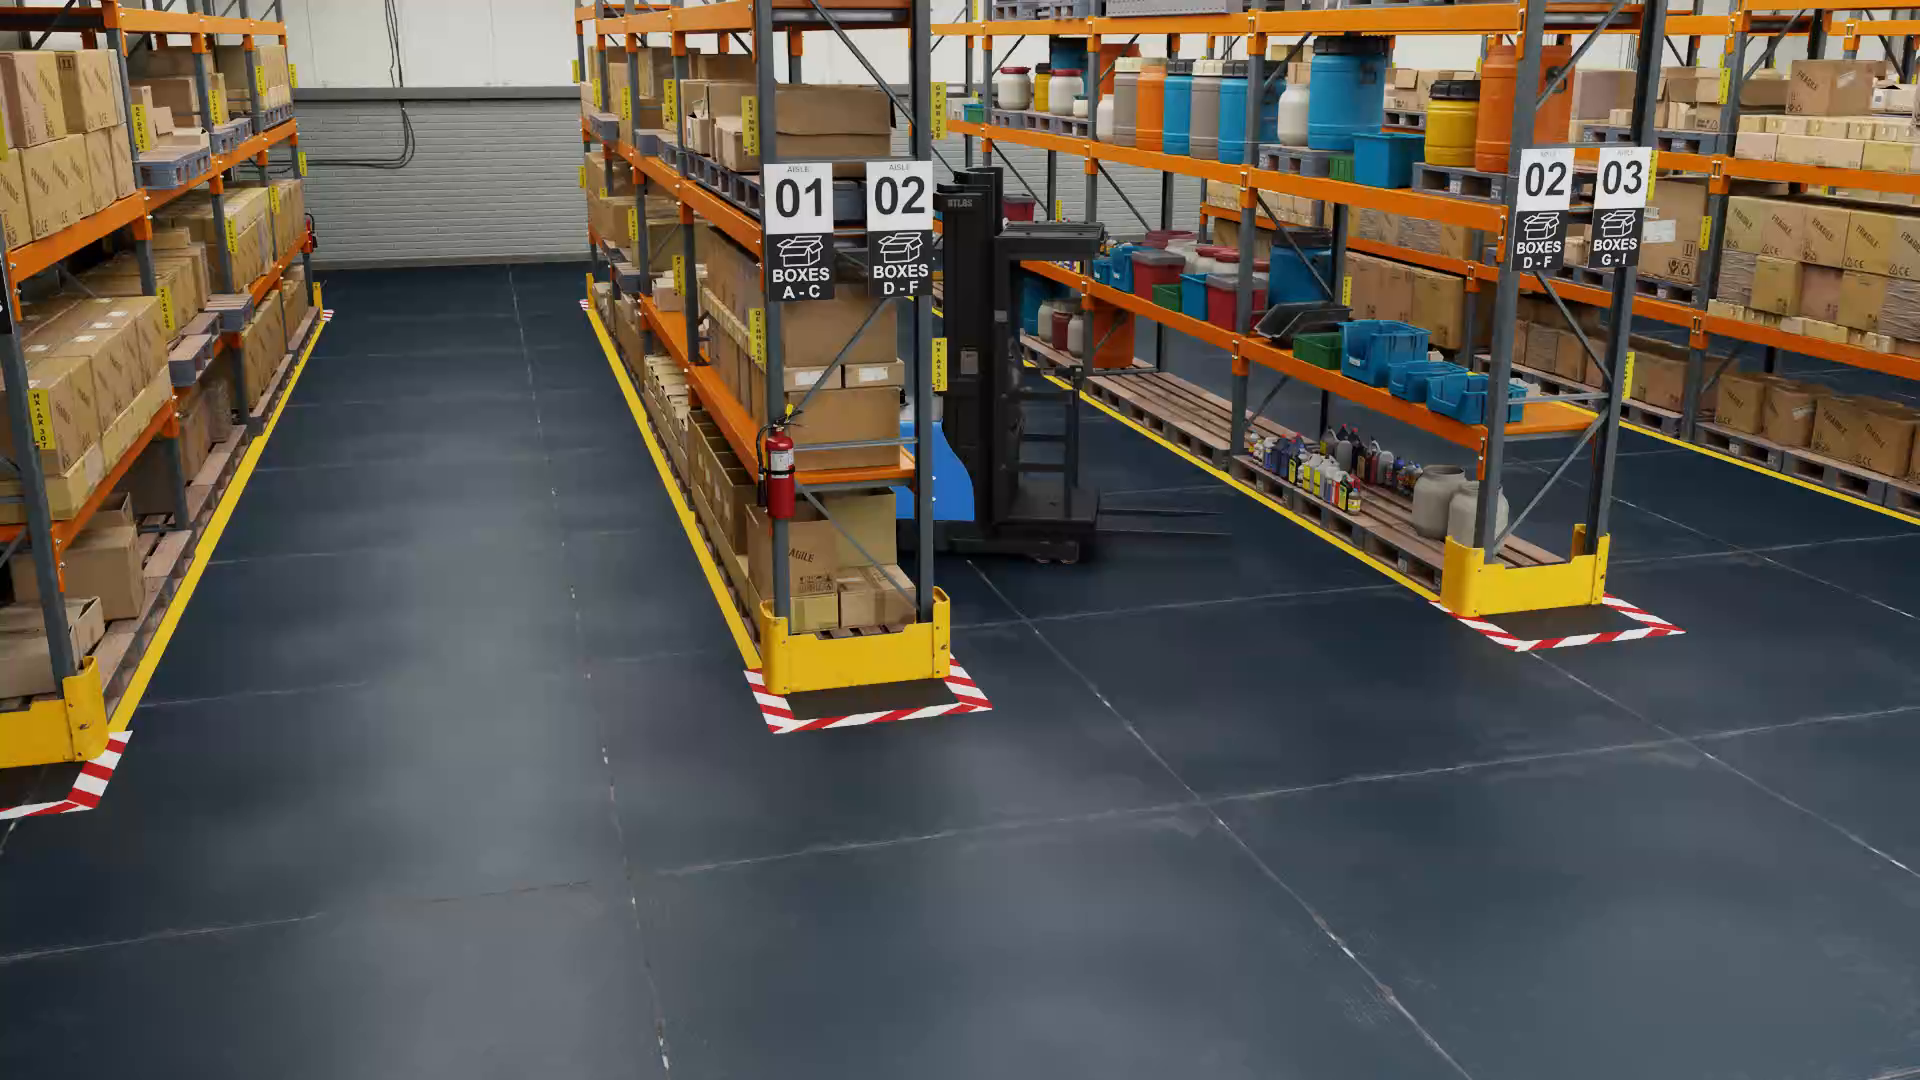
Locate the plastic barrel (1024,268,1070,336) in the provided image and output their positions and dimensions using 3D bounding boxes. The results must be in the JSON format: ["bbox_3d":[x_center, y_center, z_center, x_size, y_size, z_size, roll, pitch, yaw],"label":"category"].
[{"bbox_3d":[1.129,-3.136,21.595,0.600,0.901,0.708,-5,17,-15],"label":"plastic barrel"}]

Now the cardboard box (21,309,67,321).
[{"bbox_3d":[-6.459,-1.298,11.483,0.500,0.500,0.500,-5,17,-16],"label":"cardboard box"}]

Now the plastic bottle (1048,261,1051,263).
[{"bbox_3d":[1.114,-3.450,20.068,0.097,0.201,0.097,0,17,0],"label":"plastic bottle"}]

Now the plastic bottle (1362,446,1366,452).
[{"bbox_3d":[3.592,-0.734,14.639,0.061,0.283,0.133,-4,17,-12],"label":"plastic bottle"}]

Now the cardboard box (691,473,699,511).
[{"bbox_3d":[-1.928,-0.416,13.672,0.500,0.250,0.500,-5,17,-15],"label":"cardboard box"}]

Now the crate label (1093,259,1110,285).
[{"bbox_3d":[1.656,-2.955,18.365,0.303,0.233,0.416,-5,17,-15],"label":"crate label"}]

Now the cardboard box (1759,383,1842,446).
[{"bbox_3d":[7.998,-1.198,15.843,0.500,0.500,0.500,1,17,2],"label":"cardboard box"}]

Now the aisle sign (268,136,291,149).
[{"bbox_3d":[-9.555,-5.899,23.358,0.394,0.787,0.004,-5,17,-15],"label":"aisle sign"}]

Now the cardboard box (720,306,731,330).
[{"bbox_3d":[-1.594,-1.670,12.498,0.380,0.149,0.250,-5,18,-17],"label":"cardboard box"}]

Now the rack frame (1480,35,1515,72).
[{"bbox_3d":[9.261,-9.023,27.848,1.000,3.000,0.127,-5,17,-15],"label":"rack frame"}]

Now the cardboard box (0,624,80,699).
[{"bbox_3d":[-5.530,0.694,9.838,0.500,0.311,0.500,-7,18,-22],"label":"cardboard box"}]

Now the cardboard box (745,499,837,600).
[{"bbox_3d":[-1.098,0.054,10.804,0.500,0.500,0.500,-5,17,-15],"label":"cardboard box"}]

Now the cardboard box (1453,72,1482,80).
[{"bbox_3d":[6.426,-5.423,20.167,0.797,0.503,0.637,-4,17,-12],"label":"cardboard box"}]

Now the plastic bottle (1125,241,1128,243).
[{"bbox_3d":[1.972,-3.439,19.890,0.061,0.283,0.133,-5,17,-15],"label":"plastic bottle"}]

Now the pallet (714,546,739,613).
[{"bbox_3d":[-1.247,0.213,12.376,1.003,0.211,1.213,-5,17,-15],"label":"pallet"}]

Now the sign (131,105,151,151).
[{"bbox_3d":[-6.006,-3.021,12.181,0.100,0.325,0.005,-5,17,-15],"label":"sign"}]

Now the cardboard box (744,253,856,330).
[{"bbox_3d":[-1.084,-1.676,11.389,0.700,0.500,0.500,-5,17,-15],"label":"cardboard box"}]

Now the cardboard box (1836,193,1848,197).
[{"bbox_3d":[11.518,-4.447,21.715,0.380,0.149,0.250,-5,17,-15],"label":"cardboard box"}]

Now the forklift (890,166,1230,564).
[{"bbox_3d":[0.620,-1.382,12.959,3.031,2.935,1.130,2,17,7],"label":"forklift"}]

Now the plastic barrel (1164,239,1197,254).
[{"bbox_3d":[2.389,-2.967,17.921,0.421,0.512,0.421,0,17,0],"label":"plastic barrel"}]

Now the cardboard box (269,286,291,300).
[{"bbox_3d":[-8.750,-3.143,21.189,0.380,0.149,0.250,-4,17,-13],"label":"cardboard box"}]

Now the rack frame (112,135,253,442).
[{"bbox_3d":[-7.625,-2.398,16.220,1.000,3.000,0.127,-5,17,-15],"label":"rack frame"}]

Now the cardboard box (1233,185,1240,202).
[{"bbox_3d":[4.620,-5.419,26.023,0.500,0.250,0.500,-5,18,-17],"label":"cardboard box"}]

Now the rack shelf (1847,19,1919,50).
[{"bbox_3d":[12.009,-5.721,18.800,1.077,0.370,4.000,-5,17,-15],"label":"rack shelf"}]

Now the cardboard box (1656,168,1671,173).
[{"bbox_3d":[10.471,-5.856,25.306,0.500,0.500,0.500,-4,17,-14],"label":"cardboard box"}]

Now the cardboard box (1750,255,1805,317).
[{"bbox_3d":[7.930,-2.386,15.491,0.875,0.500,0.500,-5,17,-15],"label":"cardboard box"}]

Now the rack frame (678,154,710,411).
[{"bbox_3d":[-1.764,-1.684,13.844,1.000,3.000,0.127,-5,17,-15],"label":"rack frame"}]

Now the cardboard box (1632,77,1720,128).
[{"bbox_3d":[7.468,-4.552,17.268,0.797,0.503,0.637,-4,17,-13],"label":"cardboard box"}]

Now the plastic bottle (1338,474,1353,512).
[{"bbox_3d":[3.123,-0.382,13.467,0.061,0.283,0.133,-4,17,-14],"label":"plastic bottle"}]

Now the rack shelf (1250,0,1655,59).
[{"bbox_3d":[3.549,-3.858,12.601,1.077,0.370,4.000,-5,17,-15],"label":"rack shelf"}]

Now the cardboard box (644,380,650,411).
[{"bbox_3d":[-3.002,-1.507,17.303,0.500,0.250,0.500,-5,17,-15],"label":"cardboard box"}]

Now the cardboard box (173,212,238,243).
[{"bbox_3d":[-7.510,-3.111,16.565,0.500,0.250,0.500,-4,17,-14],"label":"cardboard box"}]

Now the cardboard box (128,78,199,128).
[{"bbox_3d":[-7.811,-4.220,16.134,0.700,0.500,0.500,-6,18,-20],"label":"cardboard box"}]

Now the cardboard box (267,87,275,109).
[{"bbox_3d":[-8.787,-5.472,20.598,0.500,0.250,0.500,-5,17,-16],"label":"cardboard box"}]

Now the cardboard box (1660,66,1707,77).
[{"bbox_3d":[10.359,-6.615,24.143,0.700,0.500,0.500,-5,17,-15],"label":"cardboard box"}]

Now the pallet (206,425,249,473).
[{"bbox_3d":[-7.412,-0.846,15.901,1.003,0.211,1.213,-5,17,-15],"label":"pallet"}]

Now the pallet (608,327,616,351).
[{"bbox_3d":[-4.150,-2.751,22.245,1.003,0.211,1.213,-5,17,-15],"label":"pallet"}]

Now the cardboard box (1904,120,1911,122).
[{"bbox_3d":[8.496,-3.591,14.545,0.380,0.149,0.250,-4,17,-13],"label":"cardboard box"}]

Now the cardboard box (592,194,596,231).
[{"bbox_3d":[-4.911,-4.626,23.465,0.500,0.500,0.500,-5,17,-15],"label":"cardboard box"}]

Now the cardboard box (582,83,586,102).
[{"bbox_3d":[-5.040,-6.306,23.409,0.500,0.250,0.500,-5,17,-15],"label":"cardboard box"}]

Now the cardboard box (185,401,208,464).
[{"bbox_3d":[-7.183,-0.929,14.912,0.700,0.500,0.500,-5,17,-16],"label":"cardboard box"}]

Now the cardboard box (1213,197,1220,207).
[{"bbox_3d":[4.316,-5.470,26.885,0.380,0.149,0.250,-5,17,-16],"label":"cardboard box"}]

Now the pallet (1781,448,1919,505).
[{"bbox_3d":[8.320,-0.610,15.115,1.003,0.211,1.213,-5,17,-15],"label":"pallet"}]

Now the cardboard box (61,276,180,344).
[{"bbox_3d":[-6.779,-1.849,13.453,0.700,0.500,0.500,-3,17,-10],"label":"cardboard box"}]

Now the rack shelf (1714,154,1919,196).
[{"bbox_3d":[8.312,-3.005,14.278,1.077,0.370,4.000,-5,17,-15],"label":"rack shelf"}]

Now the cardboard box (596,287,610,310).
[{"bbox_3d":[-4.910,-3.448,23.730,0.500,0.250,0.500,-5,17,-15],"label":"cardboard box"}]

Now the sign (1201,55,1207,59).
[{"bbox_3d":[3.929,-7.636,26.789,0.100,0.325,0.005,-5,17,-15],"label":"sign"}]

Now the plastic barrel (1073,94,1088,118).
[{"bbox_3d":[1.465,-5.037,19.305,0.301,0.262,0.301,0,17,0],"label":"plastic barrel"}]

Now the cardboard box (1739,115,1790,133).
[{"bbox_3d":[7.555,-3.908,15.600,0.380,0.149,0.250,-5,17,-17],"label":"cardboard box"}]

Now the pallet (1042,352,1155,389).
[{"bbox_3d":[1.644,-2.060,19.944,1.003,0.211,1.213,-5,17,-15],"label":"pallet"}]

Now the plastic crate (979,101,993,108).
[{"bbox_3d":[0.248,-6.479,24.961,0.450,0.188,0.336,-5,17,-15],"label":"plastic crate"}]

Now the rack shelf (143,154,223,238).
[{"bbox_3d":[-7.075,-2.937,14.051,1.077,0.370,4.000,-5,17,-15],"label":"rack shelf"}]

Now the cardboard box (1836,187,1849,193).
[{"bbox_3d":[14.572,-5.760,27.241,0.500,0.500,0.500,-5,17,-17],"label":"cardboard box"}]

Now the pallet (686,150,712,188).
[{"bbox_3d":[-1.505,-2.844,12.647,1.003,0.211,1.213,-5,17,-15],"label":"pallet"}]

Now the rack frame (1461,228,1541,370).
[{"bbox_3d":[6.663,-3.573,20.131,1.000,3.000,0.127,-5,17,-15],"label":"rack frame"}]

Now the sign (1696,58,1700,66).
[{"bbox_3d":[10.893,-6.961,24.614,0.100,0.325,0.005,-5,17,-15],"label":"sign"}]

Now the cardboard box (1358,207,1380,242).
[{"bbox_3d":[5.726,-4.302,22.387,0.500,0.500,0.500,-5,17,-17],"label":"cardboard box"}]

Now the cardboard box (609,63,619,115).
[{"bbox_3d":[-3.895,-5.485,20.207,0.600,0.600,0.600,-6,18,-20],"label":"cardboard box"}]

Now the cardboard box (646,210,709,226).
[{"bbox_3d":[-3.212,-3.473,18.895,0.700,0.500,0.500,-1,17,-5],"label":"cardboard box"}]
